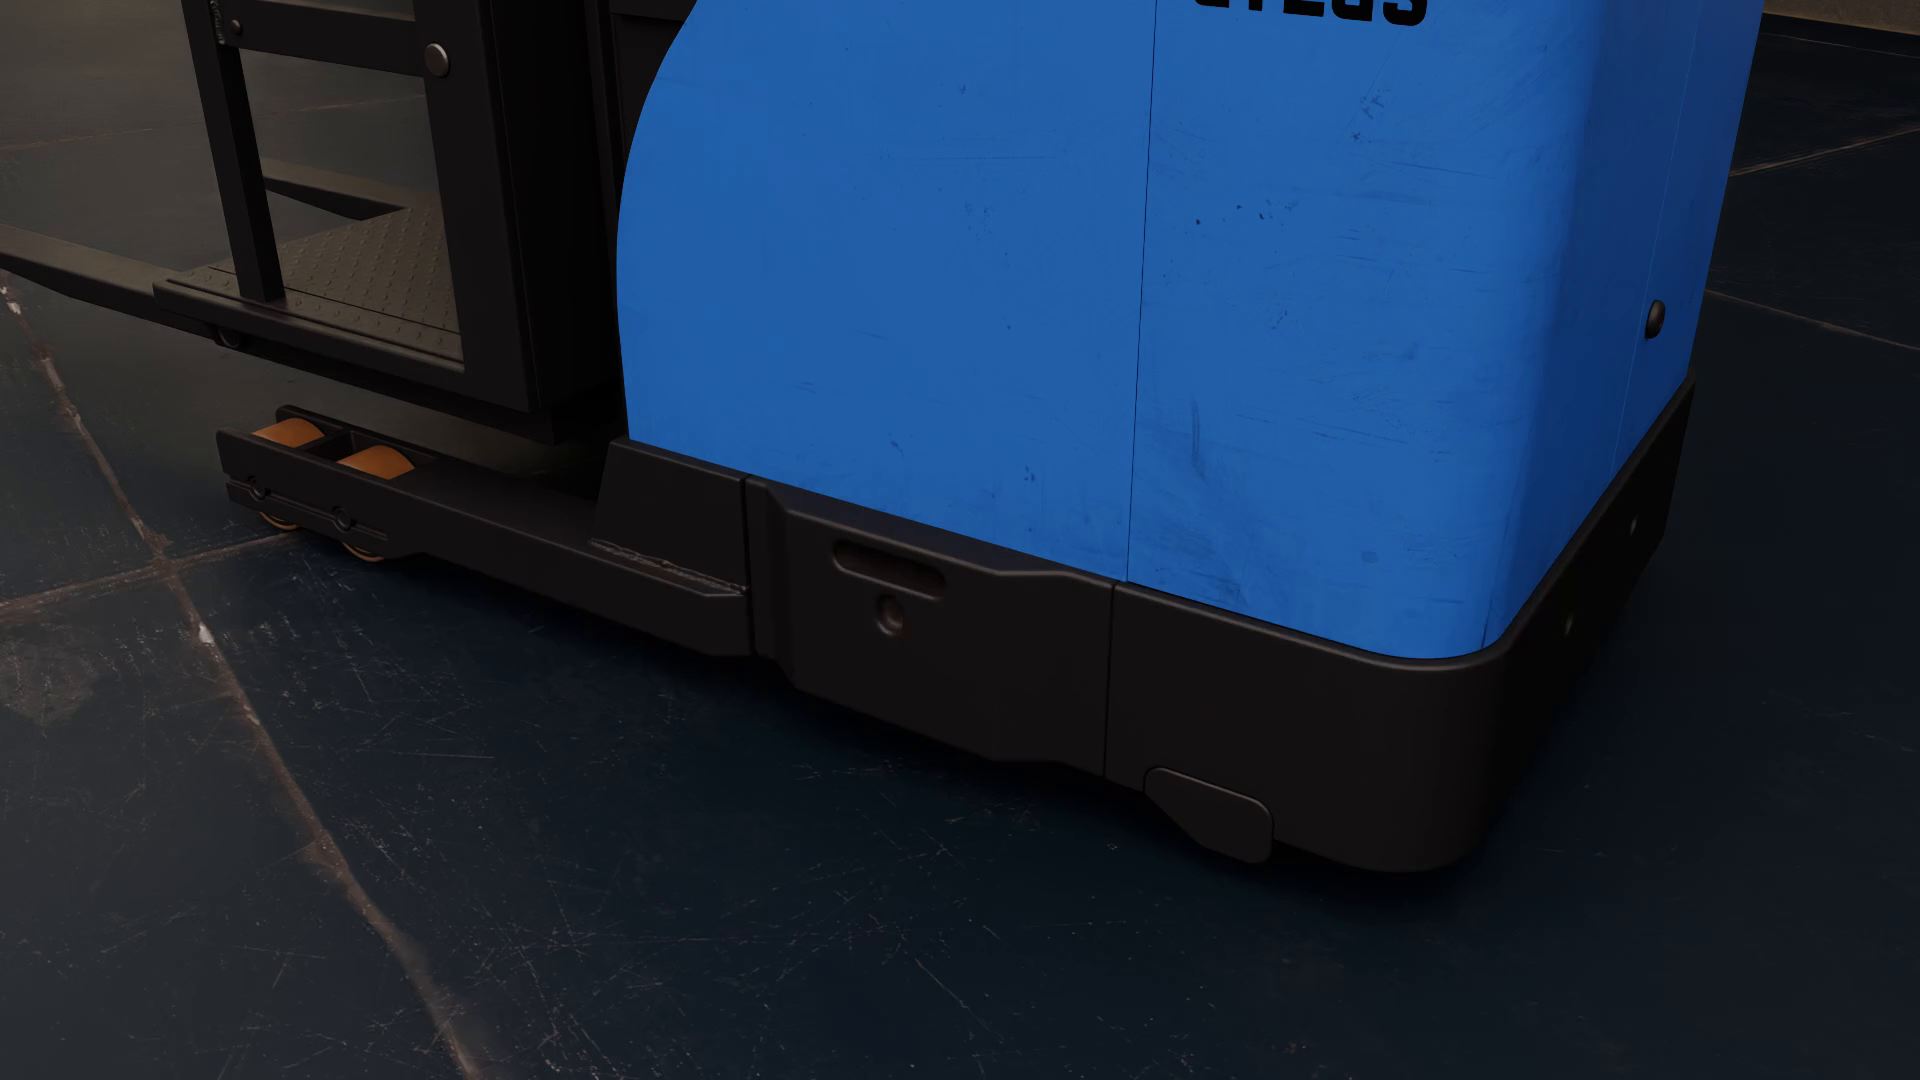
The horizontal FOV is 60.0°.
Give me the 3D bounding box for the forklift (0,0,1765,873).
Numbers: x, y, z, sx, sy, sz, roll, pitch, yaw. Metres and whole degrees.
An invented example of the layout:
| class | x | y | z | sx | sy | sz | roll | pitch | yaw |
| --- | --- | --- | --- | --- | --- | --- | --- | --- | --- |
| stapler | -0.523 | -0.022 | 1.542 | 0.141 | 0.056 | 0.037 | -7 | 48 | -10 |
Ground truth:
| class | x | y | z | sx | sy | sz | roll | pitch | yaw |
| --- | --- | --- | --- | --- | --- | --- | --- | --- | --- |
| forklift | -0.511 | -1.459 | 2.139 | 3.031 | 2.935 | 1.130 | 16 | 31 | 29 |
